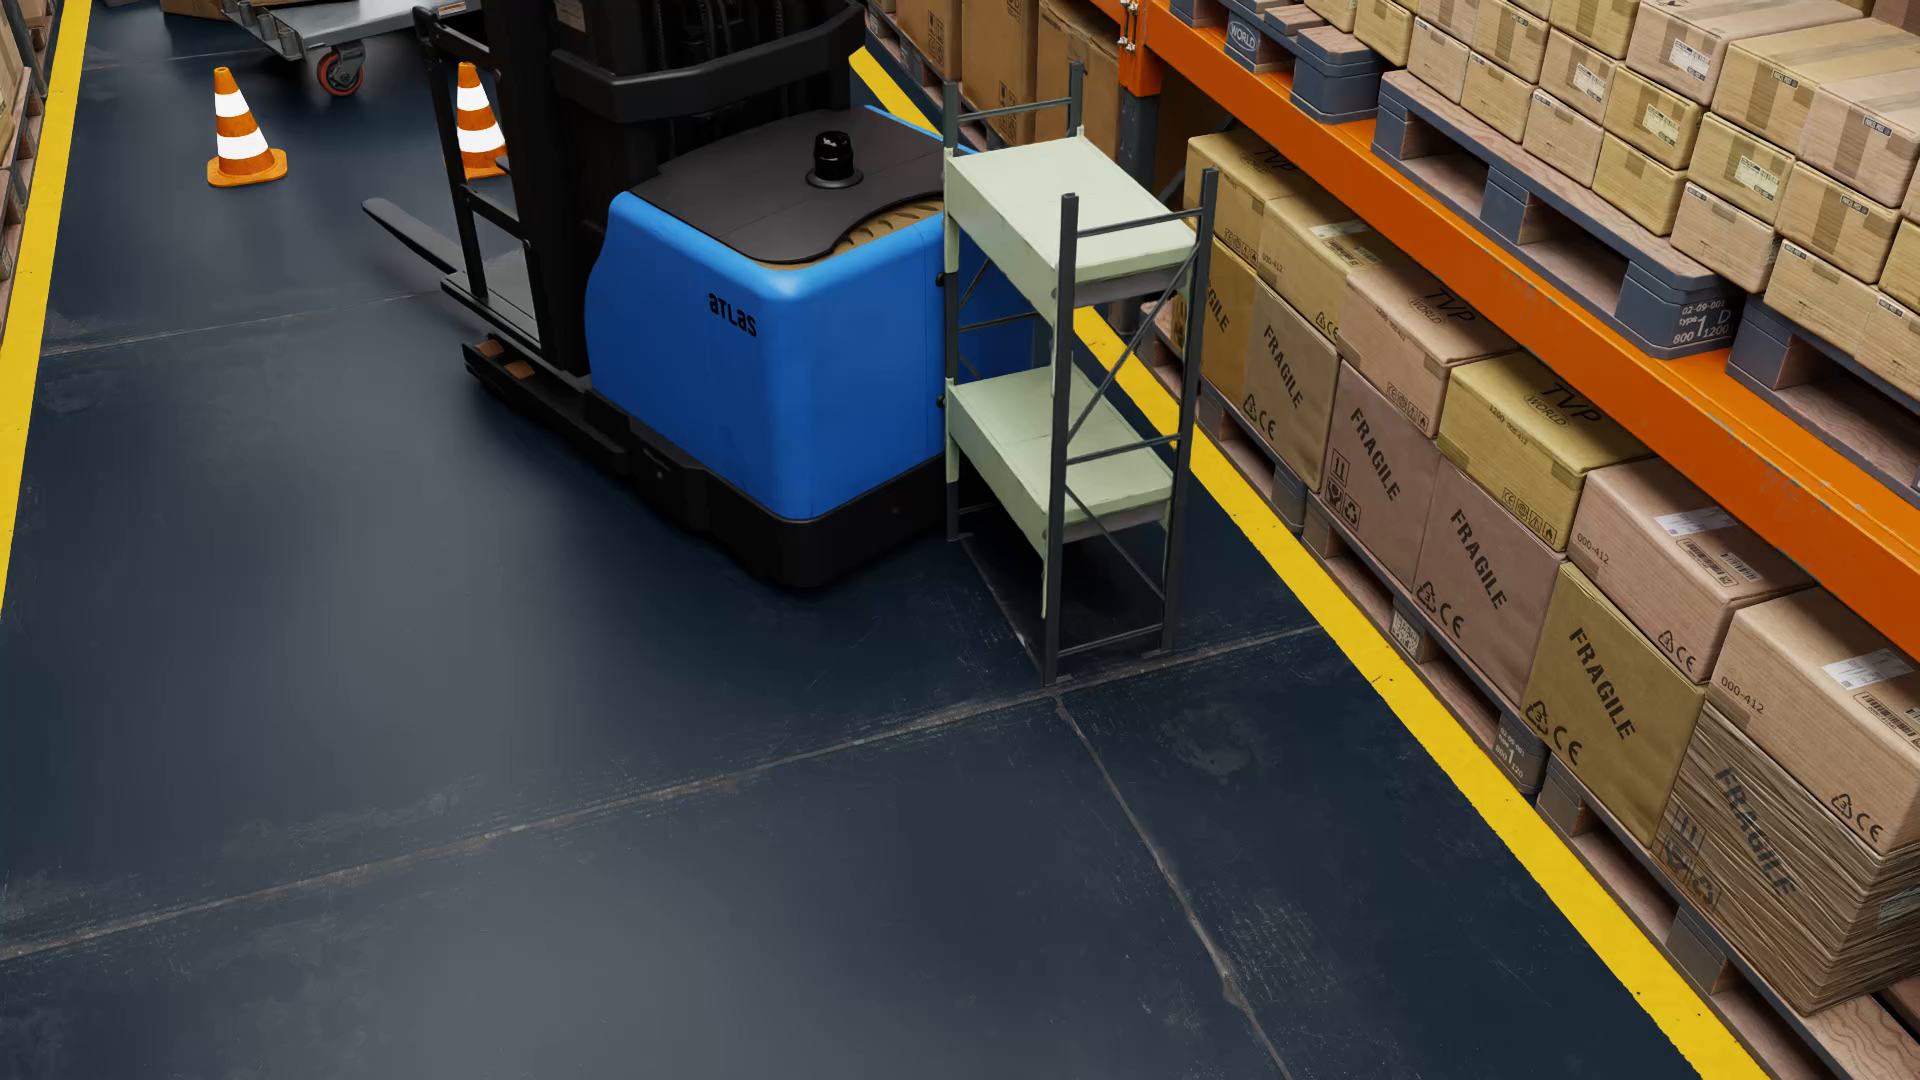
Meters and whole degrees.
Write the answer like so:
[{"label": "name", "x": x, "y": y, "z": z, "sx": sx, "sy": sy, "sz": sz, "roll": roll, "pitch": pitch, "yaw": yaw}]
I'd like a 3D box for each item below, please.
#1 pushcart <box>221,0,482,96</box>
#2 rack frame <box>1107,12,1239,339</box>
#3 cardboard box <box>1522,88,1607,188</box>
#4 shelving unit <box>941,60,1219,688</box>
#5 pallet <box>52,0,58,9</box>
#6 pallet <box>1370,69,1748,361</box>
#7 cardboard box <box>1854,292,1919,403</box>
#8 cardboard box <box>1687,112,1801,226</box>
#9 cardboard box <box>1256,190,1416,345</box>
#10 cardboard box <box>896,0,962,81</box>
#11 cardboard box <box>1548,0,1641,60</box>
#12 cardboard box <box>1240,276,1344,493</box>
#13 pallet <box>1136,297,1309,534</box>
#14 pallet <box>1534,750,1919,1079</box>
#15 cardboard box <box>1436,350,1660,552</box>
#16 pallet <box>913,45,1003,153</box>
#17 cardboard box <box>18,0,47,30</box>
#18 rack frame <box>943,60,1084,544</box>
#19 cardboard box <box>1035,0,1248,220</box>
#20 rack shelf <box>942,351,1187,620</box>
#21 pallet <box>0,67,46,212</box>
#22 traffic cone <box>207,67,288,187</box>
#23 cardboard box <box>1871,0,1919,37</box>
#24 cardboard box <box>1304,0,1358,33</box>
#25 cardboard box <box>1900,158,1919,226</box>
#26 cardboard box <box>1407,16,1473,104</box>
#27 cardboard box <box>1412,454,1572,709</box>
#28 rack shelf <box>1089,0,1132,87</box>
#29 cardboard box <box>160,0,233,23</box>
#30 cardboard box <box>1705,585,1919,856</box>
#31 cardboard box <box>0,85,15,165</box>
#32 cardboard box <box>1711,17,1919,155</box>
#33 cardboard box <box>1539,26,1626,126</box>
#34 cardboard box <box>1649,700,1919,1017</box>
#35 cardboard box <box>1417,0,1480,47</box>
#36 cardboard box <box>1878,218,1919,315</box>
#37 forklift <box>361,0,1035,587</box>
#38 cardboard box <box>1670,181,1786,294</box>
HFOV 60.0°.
[{"label": "pushcart", "x": -2.812, "y": -2.726, "z": 8.555, "sx": 1.648, "sy": 0.377, "sz": 0.936, "roll": -27, "pitch": 45, "yaw": -31}, {"label": "rack frame", "x": 1.054, "y": -2.095, "z": 5.538, "sx": 1.000, "sy": 3.000, "sz": 0.127, "roll": -12, "pitch": 39, "yaw": -16}, {"label": "cardboard box", "x": 1.565, "y": -0.972, "z": 3.907, "sx": 0.380, "sy": 0.149, "sz": 0.250, "roll": -14, "pitch": 39, "yaw": -17}, {"label": "shelving unit", "x": 0.283, "y": -0.436, "z": 4.582, "sx": 0.431, "sy": 1.500, "sz": 0.755, "roll": -14, "pitch": 39, "yaw": -18}, {"label": "pallet", "x": -5.623, "y": -3.221, "z": 9.351, "sx": 1.003, "sy": 0.211, "sz": 1.213, "roll": -12, "pitch": 39, "yaw": -16}, {"label": "pallet", "x": 1.774, "y": -0.909, "z": 4.123, "sx": 1.003, "sy": 0.211, "sz": 1.213, "roll": -12, "pitch": 39, "yaw": -16}, {"label": "cardboard box", "x": 1.934, "y": -0.374, "z": 3.113, "sx": 0.380, "sy": 0.149, "sz": 0.250, "roll": -13, "pitch": 39, "yaw": -16}, {"label": "cardboard box", "x": 1.747, "y": -0.796, "z": 3.426, "sx": 0.380, "sy": 0.149, "sz": 0.250, "roll": -14, "pitch": 39, "yaw": -18}, {"label": "cardboard box", "x": 1.239, "y": -0.838, "z": 4.974, "sx": 0.500, "sy": 0.250, "sz": 0.500, "roll": -13, "pitch": 39, "yaw": -16}, {"label": "cardboard box", "x": 0.304, "y": -2.746, "z": 7.923, "sx": 1.050, "sy": 0.750, "sz": 0.750, "roll": -12, "pitch": 39, "yaw": -16}, {"label": "cardboard box", "x": 1.568, "y": -1.215, "z": 3.735, "sx": 0.380, "sy": 0.149, "sz": 0.250, "roll": -13, "pitch": 39, "yaw": -17}, {"label": "cardboard box", "x": 1.234, "y": -0.529, "z": 5.187, "sx": 0.500, "sy": 0.500, "sz": 0.500, "roll": -12, "pitch": 39, "yaw": -15}, {"label": "pallet", "x": 1.322, "y": -0.539, "z": 5.791, "sx": 1.003, "sy": 0.211, "sz": 1.213, "roll": -12, "pitch": 39, "yaw": -16}, {"label": "pallet", "x": 2.161, "y": 0.839, "z": 3.961, "sx": 1.003, "sy": 0.211, "sz": 1.213, "roll": -12, "pitch": 39, "yaw": -16}, {"label": "cardboard box", "x": 1.578, "y": -0.261, "z": 4.209, "sx": 0.500, "sy": 0.250, "sz": 0.500, "roll": -14, "pitch": 39, "yaw": -18}, {"label": "pallet", "x": 0.438, "y": -2.130, "z": 7.903, "sx": 1.003, "sy": 0.211, "sz": 1.213, "roll": -12, "pitch": 39, "yaw": -16}, {"label": "cardboard box", "x": -4.885, "y": -2.731, "z": 8.319, "sx": 0.500, "sy": 0.250, "sz": 0.500, "roll": -14, "pitch": 39, "yaw": -18}, {"label": "rack frame", "x": 0.144, "y": -0.639, "z": 4.852, "sx": 0.400, "sy": 1.500, "sz": 0.023, "roll": -14, "pitch": 39, "yaw": -18}, {"label": "cardboard box", "x": 0.929, "y": -1.727, "z": 6.570, "sx": 1.050, "sy": 0.750, "sz": 0.750, "roll": -13, "pitch": 39, "yaw": -17}, {"label": "rack shelf", "x": 0.283, "y": -0.175, "z": 4.778, "sx": 0.431, "sy": 0.370, "sz": 0.720, "roll": -14, "pitch": 39, "yaw": -18}, {"label": "pallet", "x": -4.666, "y": -1.719, "z": 7.357, "sx": 1.003, "sy": 0.211, "sz": 1.213, "roll": -12, "pitch": 39, "yaw": -16}, {"label": "traffic cone", "x": -3.194, "y": -1.849, "z": 7.320, "sx": 0.336, "sy": 0.463, "sz": 0.334, "roll": -12, "pitch": 39, "yaw": -16}, {"label": "cardboard box", "x": 2.281, "y": -1.188, "z": 3.700, "sx": 0.380, "sy": 0.149, "sz": 0.250, "roll": -11, "pitch": 38, "yaw": -14}, {"label": "cardboard box", "x": 1.204, "y": -1.564, "z": 4.693, "sx": 0.380, "sy": 0.149, "sz": 0.250, "roll": -11, "pitch": 38, "yaw": -14}, {"label": "cardboard box", "x": 1.929, "y": -0.625, "z": 2.952, "sx": 0.380, "sy": 0.149, "sz": 0.250, "roll": -14, "pitch": 39, "yaw": -17}, {"label": "cardboard box", "x": 1.392, "y": -1.262, "z": 4.292, "sx": 0.380, "sy": 0.149, "sz": 0.250, "roll": -11, "pitch": 38, "yaw": -14}, {"label": "cardboard box", "x": 1.591, "y": 0.049, "z": 4.421, "sx": 0.500, "sy": 0.500, "sz": 0.500, "roll": -13, "pitch": 39, "yaw": -17}, {"label": "rack shelf", "x": 0.366, "y": -2.937, "z": 7.255, "sx": 1.077, "sy": 0.370, "sz": 4.000, "roll": -12, "pitch": 39, "yaw": -16}, {"label": "cardboard box", "x": -4.026, "y": -3.162, "z": 9.031, "sx": 0.500, "sy": 0.500, "sz": 0.500, "roll": 12, "pitch": 39, "yaw": 16}, {"label": "cardboard box", "x": 1.937, "y": 0.327, "z": 3.428, "sx": 0.500, "sy": 0.250, "sz": 0.500, "roll": -13, "pitch": 39, "yaw": -17}, {"label": "cardboard box", "x": -4.502, "y": -1.690, "z": 6.835, "sx": 0.950, "sy": 0.372, "sz": 0.625, "roll": -10, "pitch": 38, "yaw": -13}, {"label": "cardboard box", "x": 1.757, "y": -0.913, "z": 3.334, "sx": 0.380, "sy": 0.149, "sz": 0.250, "roll": -14, "pitch": 39, "yaw": -17}, {"label": "cardboard box", "x": 1.573, "y": -1.088, "z": 3.814, "sx": 0.380, "sy": 0.149, "sz": 0.250, "roll": -11, "pitch": 38, "yaw": -14}, {"label": "cardboard box", "x": 1.940, "y": 0.629, "z": 3.650, "sx": 0.500, "sy": 0.500, "sz": 0.500, "roll": -13, "pitch": 39, "yaw": -17}, {"label": "cardboard box", "x": 1.394, "y": -1.380, "z": 4.202, "sx": 0.380, "sy": 0.149, "sz": 0.250, "roll": -12, "pitch": 39, "yaw": -16}, {"label": "cardboard box", "x": 1.934, "y": -0.495, "z": 3.026, "sx": 0.380, "sy": 0.149, "sz": 0.250, "roll": -11, "pitch": 38, "yaw": -14}, {"label": "forklift", "x": -1.127, "y": -1.824, "z": 5.236, "sx": 1.130, "sy": 2.935, "sz": 3.031, "roll": -30, "pitch": 46, "yaw": -33}, {"label": "cardboard box", "x": 1.747, "y": -0.672, "z": 3.508, "sx": 0.380, "sy": 0.149, "sz": 0.250, "roll": -14, "pitch": 39, "yaw": -18}]
